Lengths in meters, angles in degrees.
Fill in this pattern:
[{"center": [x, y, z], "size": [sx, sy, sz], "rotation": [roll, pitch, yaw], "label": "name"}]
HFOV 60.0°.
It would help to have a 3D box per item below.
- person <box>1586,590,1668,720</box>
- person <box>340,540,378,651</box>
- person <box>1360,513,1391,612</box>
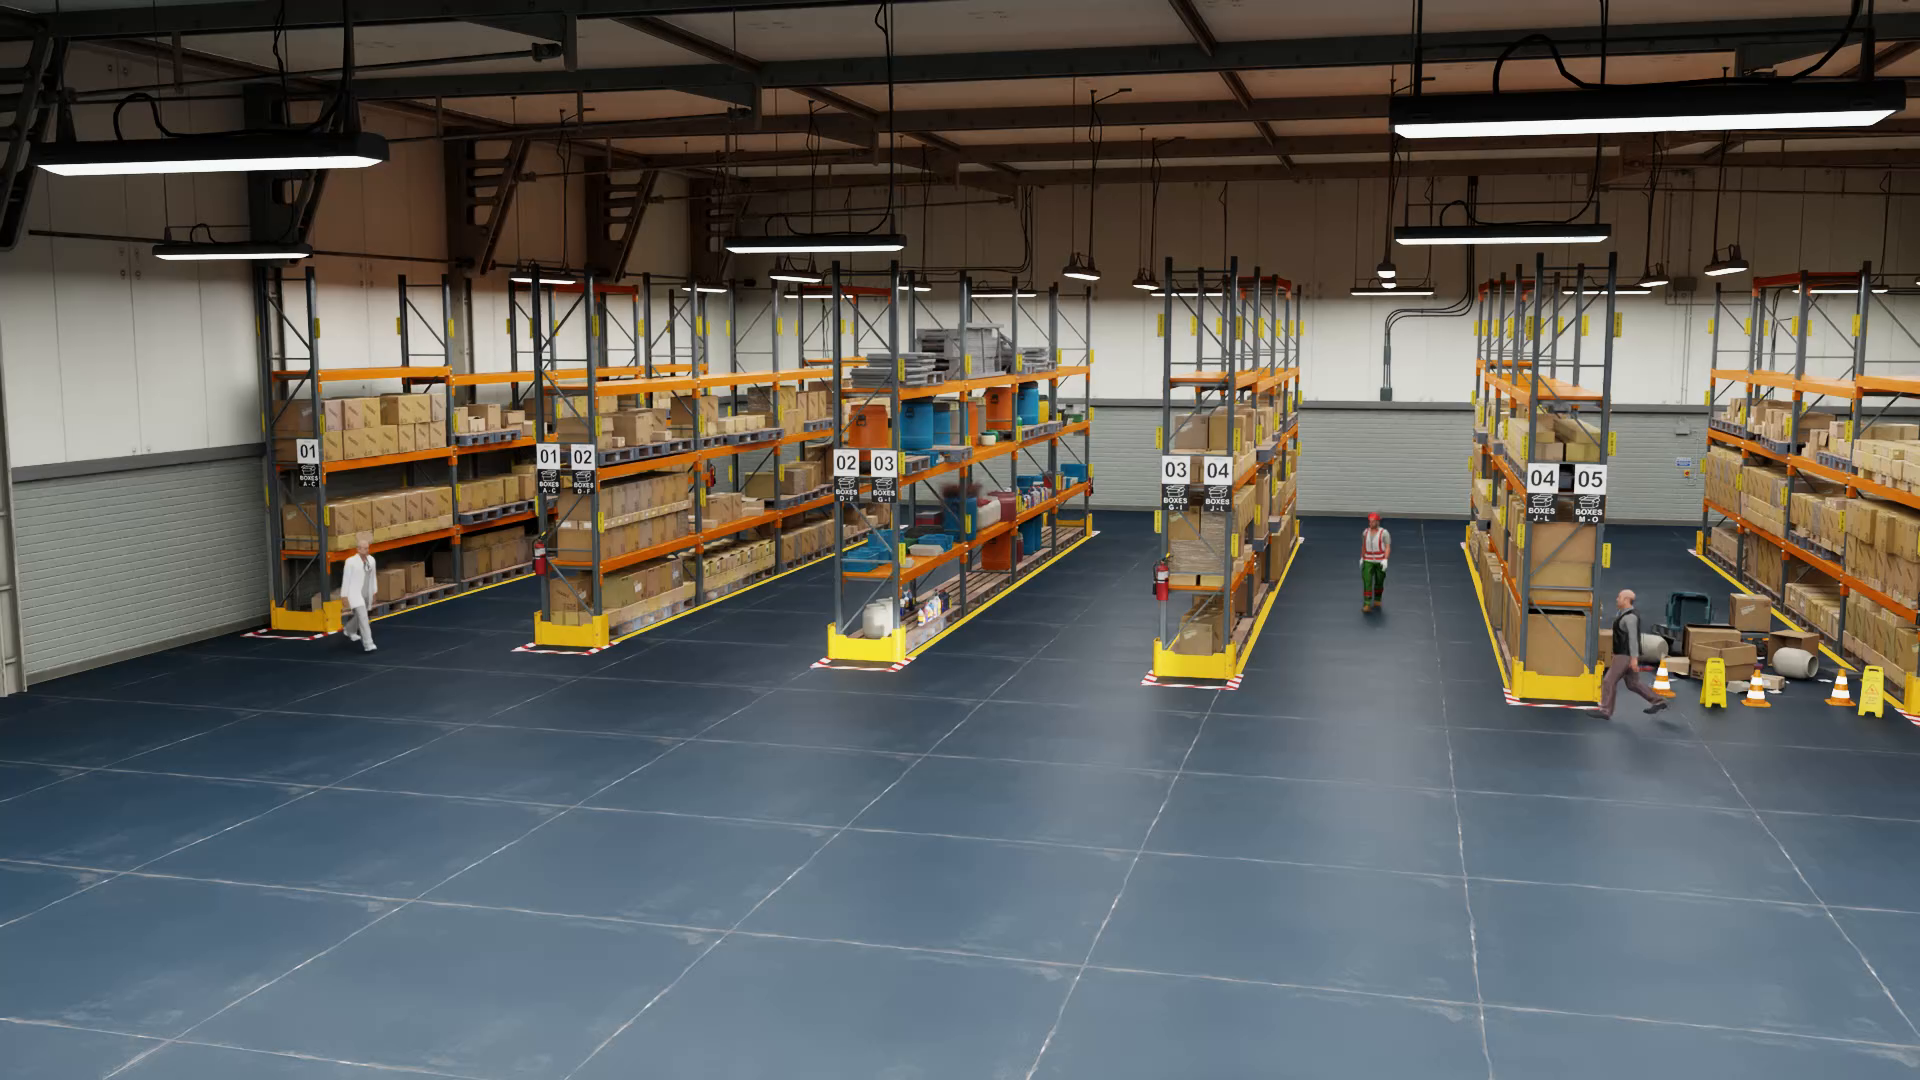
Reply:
[{"center": [8.563, 1.475, 21.265], "size": [0.999, 1.686, 0.542], "rotation": [2, 8, 16], "label": "person"}, {"center": [-9.433, 0.845, 26.098], "size": [1.187, 1.721, 0.610], "rotation": [6, 9, 38], "label": "person"}, {"center": [7.363, 0.378, 29.526], "size": [0.548, 1.724, 1.061], "rotation": [2, 8, 18], "label": "person"}]
